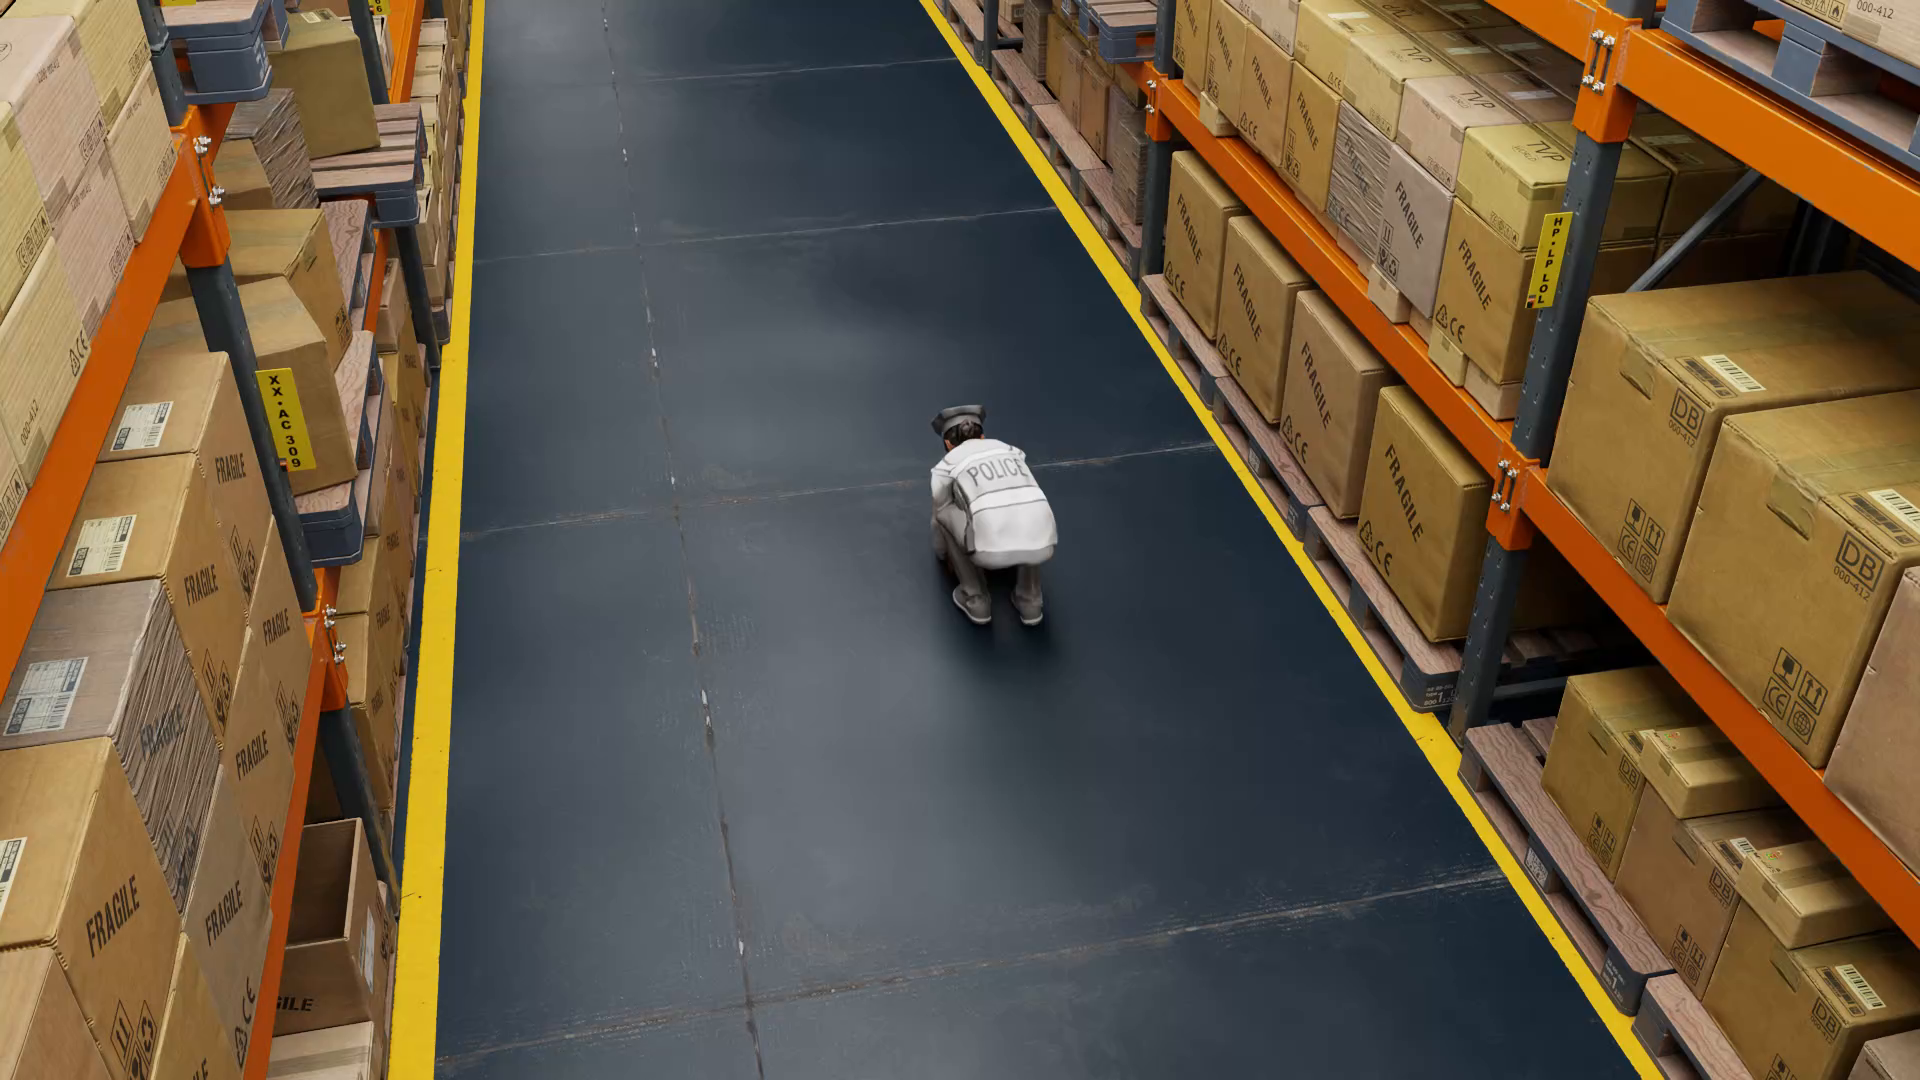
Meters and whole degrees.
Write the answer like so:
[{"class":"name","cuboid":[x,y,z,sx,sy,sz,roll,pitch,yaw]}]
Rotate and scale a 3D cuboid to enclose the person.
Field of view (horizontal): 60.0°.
[{"class":"person","cuboid":[0.124,-0.086,7.079,0.456,0.776,0.909,-8,35,-12]}]
